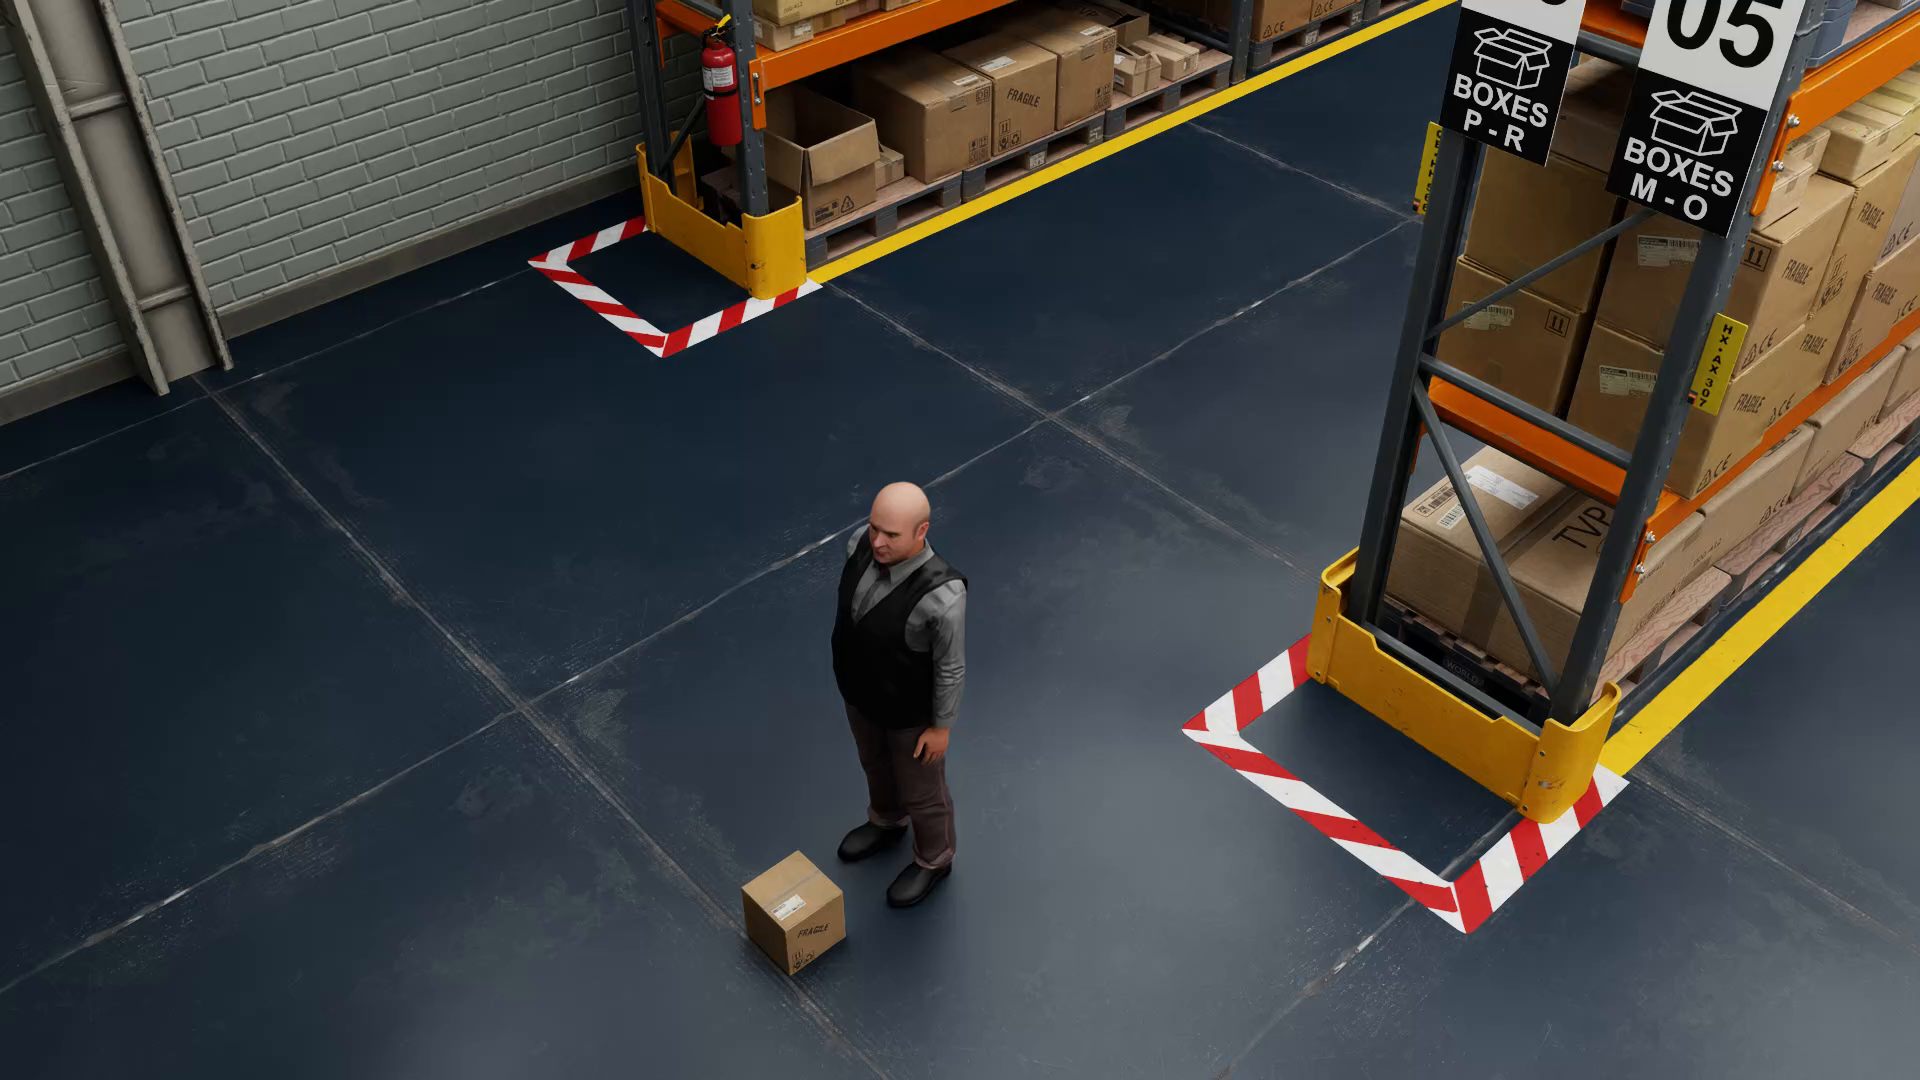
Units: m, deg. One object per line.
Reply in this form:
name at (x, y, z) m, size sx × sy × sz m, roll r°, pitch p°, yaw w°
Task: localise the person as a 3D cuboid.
person at (-0.207, 0.524, 5.541) m, size 0.355 × 1.725 × 0.535 m, roll -29°, pitch 48°, yaw -30°
